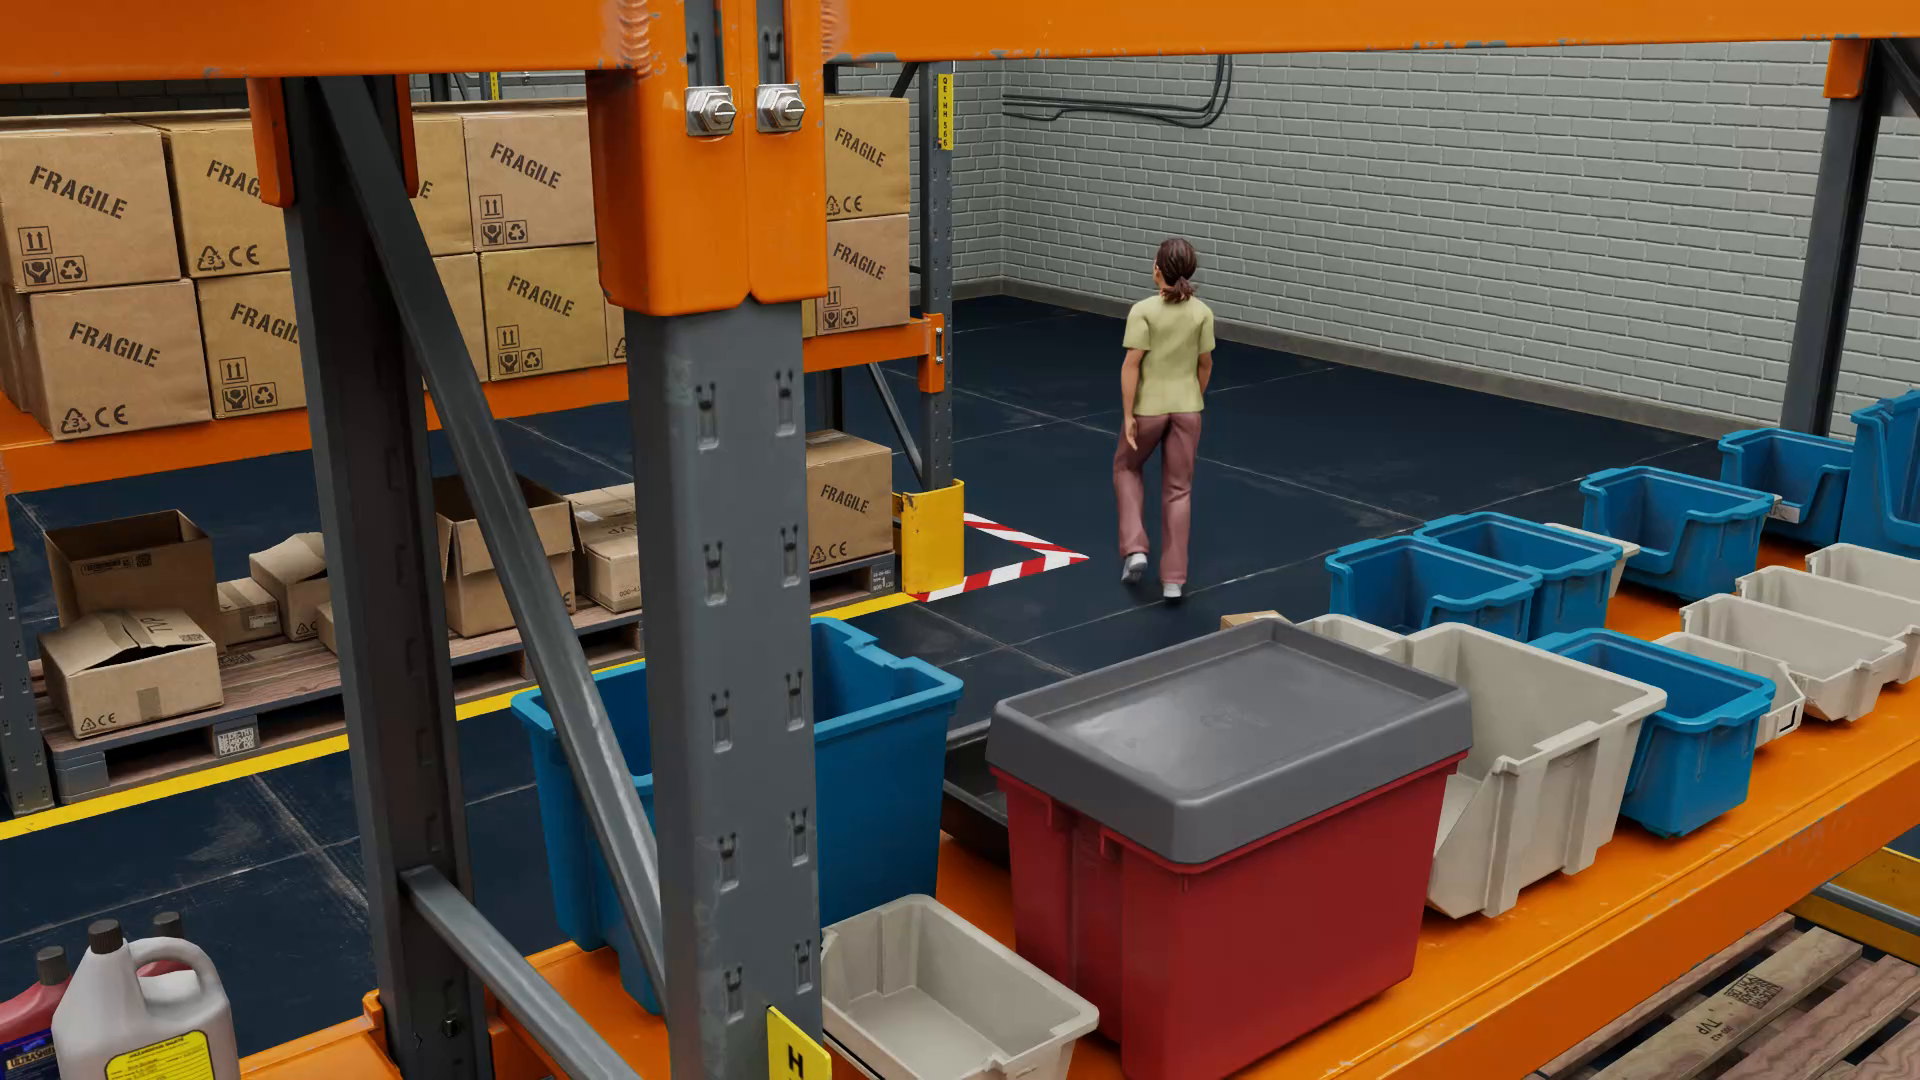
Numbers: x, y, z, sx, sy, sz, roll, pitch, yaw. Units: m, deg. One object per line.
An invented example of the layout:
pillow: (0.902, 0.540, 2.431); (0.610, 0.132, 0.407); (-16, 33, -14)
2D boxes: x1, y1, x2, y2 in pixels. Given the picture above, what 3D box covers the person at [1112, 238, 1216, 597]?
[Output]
person: (0.952, -0.562, 7.784); (0.454, 1.689, 0.502); (-1, 18, -4)
